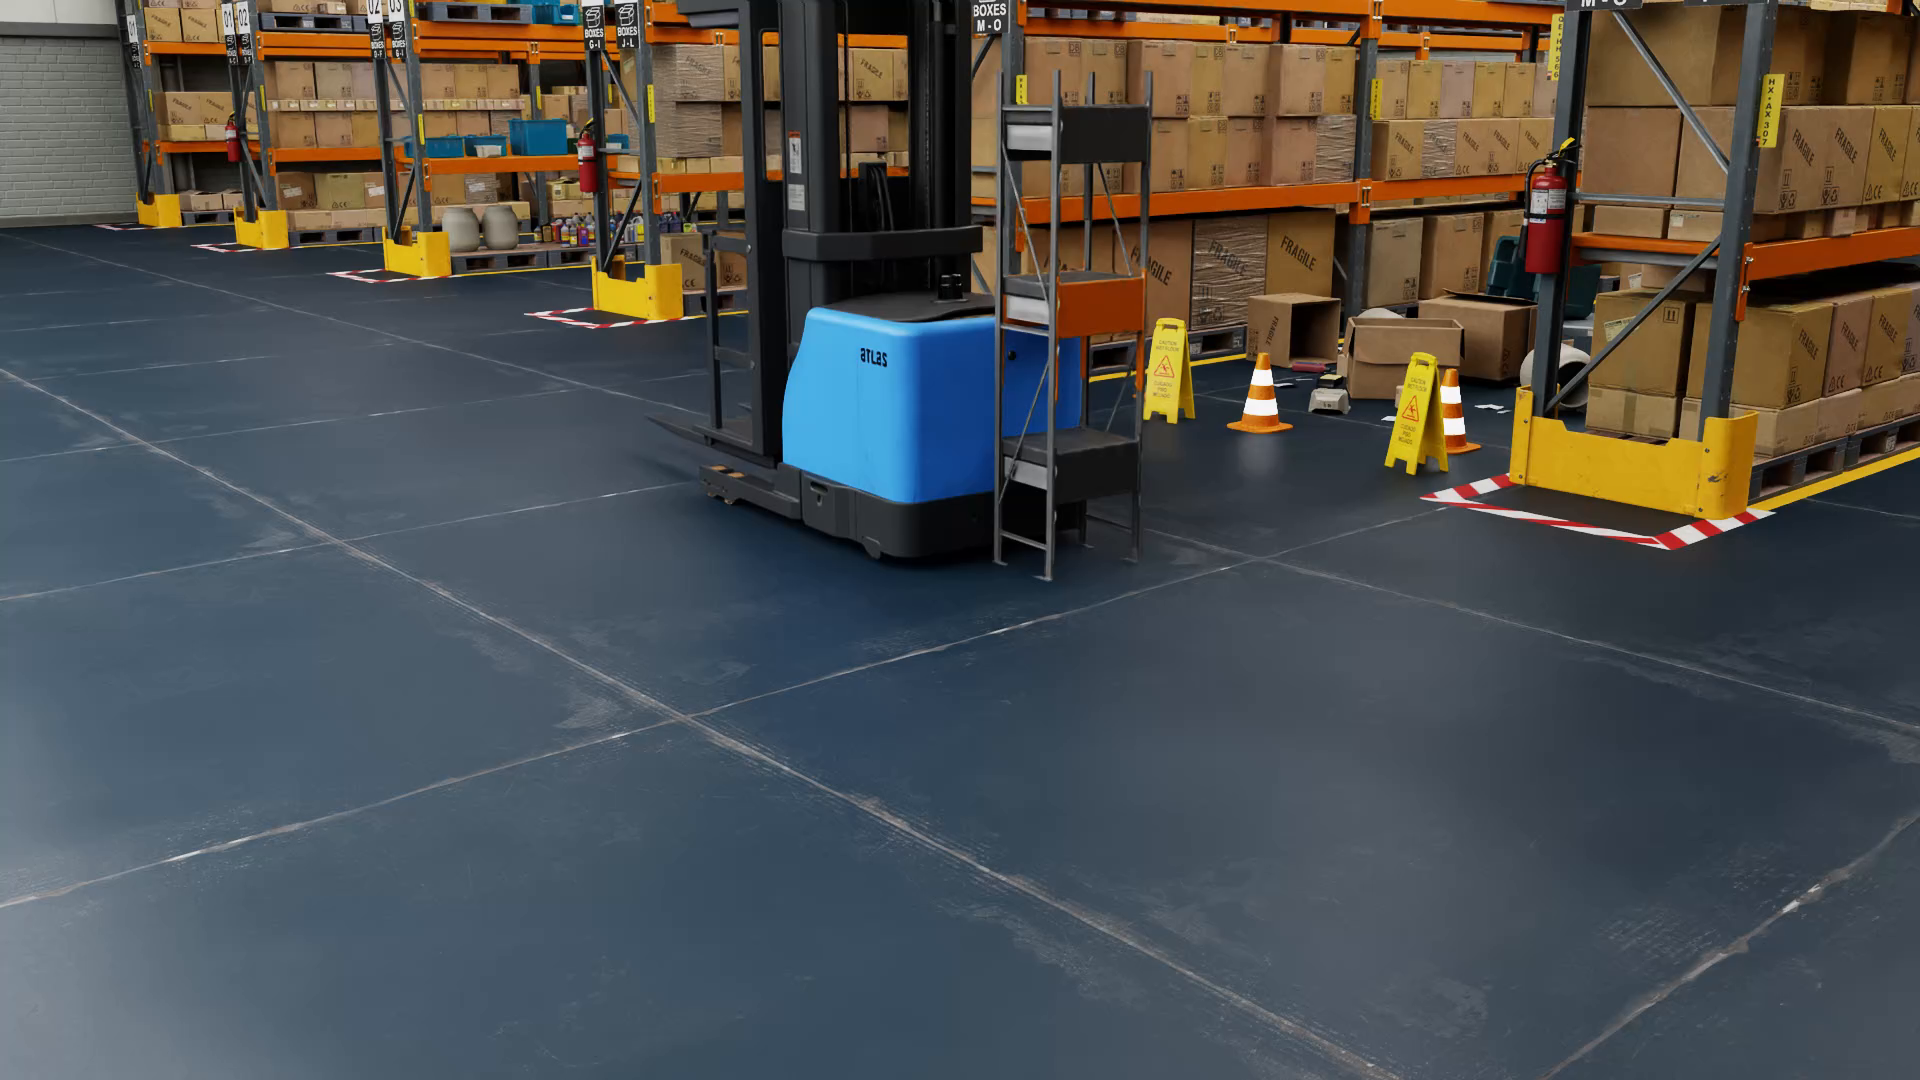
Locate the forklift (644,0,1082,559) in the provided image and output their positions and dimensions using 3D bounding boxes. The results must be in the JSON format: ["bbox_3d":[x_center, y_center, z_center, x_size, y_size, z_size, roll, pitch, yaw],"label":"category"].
[{"bbox_3d":[-0.685,-1.656,8.271,1.130,2.935,3.031,-10,18,-34],"label":"forklift"}]

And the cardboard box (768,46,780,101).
[{"bbox_3d":[-1.774,-4.482,16.008,0.500,0.500,0.500,-13,19,-39],"label":"cardboard box"}]

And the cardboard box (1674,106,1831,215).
[{"bbox_3d":[3.919,-1.887,8.233,0.500,0.500,0.500,-13,20,-40],"label":"cardboard box"}]

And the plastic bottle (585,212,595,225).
[{"bbox_3d":[-4.704,-4.013,21.241,0.185,0.351,0.144,-13,20,-40],"label":"plastic bottle"}]

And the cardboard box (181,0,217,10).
[{"bbox_3d":[-12.019,-8.574,26.056,0.500,0.500,0.500,-13,20,-40],"label":"cardboard box"}]

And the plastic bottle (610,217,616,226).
[{"bbox_3d":[-4.469,-4.014,21.401,0.097,0.271,0.097,0,15,0],"label":"plastic bottle"}]

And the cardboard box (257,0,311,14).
[{"bbox_3d":[-9.189,-7.394,22.519,0.637,0.503,0.797,-11,18,-36],"label":"cardboard box"}]

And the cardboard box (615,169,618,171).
[{"bbox_3d":[-6.204,-7.110,31.906,0.750,0.750,0.750,-13,20,-40],"label":"cardboard box"}]

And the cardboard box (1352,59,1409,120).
[{"bbox_3d":[3.442,-3.910,14.443,0.500,0.500,0.700,-13,20,-40],"label":"cardboard box"}]

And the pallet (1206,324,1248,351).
[{"bbox_3d":[2.447,-1.832,14.201,1.213,0.211,1.003,-13,19,-39],"label":"pallet"}]

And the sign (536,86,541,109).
[{"bbox_3d":[-6.243,-6.554,24.642,0.005,0.325,0.100,-13,19,-39],"label":"sign"}]

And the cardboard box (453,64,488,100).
[{"bbox_3d":[-7.319,-6.718,24.380,0.500,0.500,0.700,-13,20,-39],"label":"cardboard box"}]

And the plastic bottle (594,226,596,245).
[{"bbox_3d":[-4.470,-3.778,20.517,0.097,0.271,0.097,0,15,0],"label":"plastic bottle"}]

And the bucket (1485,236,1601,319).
[{"bbox_3d":[4.483,-1.974,12.726,0.620,0.611,0.726,5,12,-23],"label":"bucket"}]

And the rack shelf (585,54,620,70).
[{"bbox_3d":[-5.336,-9.287,32.286,4.000,0.370,1.077,-13,19,-39],"label":"rack shelf"}]

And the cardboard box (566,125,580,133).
[{"bbox_3d":[-6.065,-6.325,25.876,0.258,0.266,0.396,-13,20,-41],"label":"cardboard box"}]

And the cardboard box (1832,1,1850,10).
[{"bbox_3d":[10.001,-6.139,19.398,0.500,0.250,0.500,-13,20,-40],"label":"cardboard box"}]

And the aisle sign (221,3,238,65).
[{"bbox_3d":[-9.868,-6.829,22.468,0.004,0.787,0.394,-13,19,-39],"label":"aisle sign"}]

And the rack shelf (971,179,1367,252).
[{"bbox_3d":[1.563,-2.607,13.090,4.000,0.370,1.077,-13,19,-39],"label":"rack shelf"}]

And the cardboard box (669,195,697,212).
[{"bbox_3d":[-4.595,-5.448,26.847,0.500,0.250,0.500,-12,19,-38],"label":"cardboard box"}]

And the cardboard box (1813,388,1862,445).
[{"bbox_3d":[4.560,-0.711,9.115,0.500,0.250,0.500,-12,19,-37],"label":"cardboard box"}]

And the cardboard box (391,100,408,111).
[{"bbox_3d":[-8.028,-6.174,23.600,0.250,0.149,0.380,-12,19,-39],"label":"cardboard box"}]

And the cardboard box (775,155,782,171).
[{"bbox_3d":[-1.815,-3.692,16.245,0.250,0.149,0.380,-13,19,-39],"label":"cardboard box"}]

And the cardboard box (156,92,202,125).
[{"bbox_3d":[-12.323,-6.813,26.242,0.500,0.500,0.500,-13,19,-39],"label":"cardboard box"}]

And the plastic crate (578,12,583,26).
[{"bbox_3d":[-4.728,-6.373,20.393,0.450,0.188,0.336,-13,19,-39],"label":"plastic crate"}]

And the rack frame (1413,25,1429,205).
[{"bbox_3d":[5.927,-5.631,23.019,0.127,3.000,1.000,-13,19,-39],"label":"rack frame"}]

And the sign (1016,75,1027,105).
[{"bbox_3d":[0.414,-2.963,11.199,0.005,0.325,0.100,-13,19,-39],"label":"sign"}]

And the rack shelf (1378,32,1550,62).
[{"bbox_3d":[7.436,-7.072,23.993,4.000,0.370,1.077,-13,19,-39],"label":"rack shelf"}]

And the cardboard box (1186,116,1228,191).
[{"bbox_3d":[1.583,-3.025,12.973,0.500,0.550,0.875,-13,19,-39],"label":"cardboard box"}]

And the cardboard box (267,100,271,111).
[{"bbox_3d":[-9.462,-5.991,22.915,0.250,0.149,0.380,-13,20,-40],"label":"cardboard box"}]

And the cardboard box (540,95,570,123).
[{"bbox_3d":[-7.597,-7.926,30.563,0.700,0.500,0.500,14,20,42],"label":"cardboard box"}]

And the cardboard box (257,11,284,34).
[{"bbox_3d":[-11.256,-8.274,26.868,0.500,0.500,0.500,-11,19,-36],"label":"cardboard box"}]

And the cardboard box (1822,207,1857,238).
[{"bbox_3d":[4.428,-1.674,8.690,0.250,0.149,0.380,-12,19,-39],"label":"cardboard box"}]

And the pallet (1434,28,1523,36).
[{"bbox_3d":[7.471,-7.380,23.924,1.213,0.211,1.003,-13,19,-39],"label":"pallet"}]

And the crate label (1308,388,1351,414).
[{"bbox_3d":[2.425,-0.914,10.905,0.250,0.136,0.298,5,16,18],"label":"crate label"}]

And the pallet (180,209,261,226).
[{"bbox_3d":[-12.187,-5.288,27.136,1.213,0.211,1.003,-13,19,-39],"label":"pallet"}]

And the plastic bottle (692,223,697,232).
[{"bbox_3d":[-3.428,-3.979,21.402,0.097,0.201,0.097,0,15,0],"label":"plastic bottle"}]

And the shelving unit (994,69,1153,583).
[{"bbox_3d":[0.472,-0.911,7.092,0.503,2.100,0.431,-11,18,-34],"label":"shelving unit"}]

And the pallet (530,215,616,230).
[{"bbox_3d":[-6.078,-4.990,26.023,1.213,0.211,1.003,-13,19,-39],"label":"pallet"}]

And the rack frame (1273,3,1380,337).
[{"bbox_3d":[3.072,-3.293,14.266,0.127,3.000,1.000,-13,19,-39],"label":"rack frame"}]

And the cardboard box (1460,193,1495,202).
[{"bbox_3d":[7.156,-5.056,24.170,0.875,0.875,0.875,-13,19,-39],"label":"cardboard box"}]

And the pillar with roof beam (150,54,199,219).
[{"bbox_3d":[-10.094,-8.838,23.401,0.400,9.000,9.100,-13,19,-39],"label":"pillar with roof beam"}]

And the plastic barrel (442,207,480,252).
[{"bbox_3d":[-5.930,-3.690,19.758,0.421,0.512,0.421,0,15,0],"label":"plastic barrel"}]

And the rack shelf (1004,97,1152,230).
[{"bbox_3d":[0.472,-1.574,6.915,0.480,0.518,0.431,-11,18,-34],"label":"rack shelf"}]

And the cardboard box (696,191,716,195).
[{"bbox_3d":[-4.212,-5.802,27.087,0.500,0.311,0.500,-13,20,-40],"label":"cardboard box"}]

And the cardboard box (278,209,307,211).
[{"bbox_3d":[-9.415,-4.550,23.487,0.500,0.250,0.500,-13,19,-39],"label":"cardboard box"}]

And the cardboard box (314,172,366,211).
[{"bbox_3d":[-8.699,-4.897,23.331,0.500,0.500,0.500,-13,19,-39],"label":"cardboard box"}]

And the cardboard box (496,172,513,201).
[{"bbox_3d":[-7.163,-5.424,25.305,0.500,0.500,0.500,-13,19,-39],"label":"cardboard box"}]

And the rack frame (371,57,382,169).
[{"bbox_3d":[-9.863,-7.169,28.776,0.127,3.000,1.000,-13,19,-39],"label":"rack frame"}]

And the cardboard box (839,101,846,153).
[{"bbox_3d":[-1.604,-4.145,16.685,0.500,0.500,0.875,-13,19,-39],"label":"cardboard box"}]

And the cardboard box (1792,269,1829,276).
[{"bbox_3d":[5.054,-1.706,10.130,0.250,0.149,0.380,-11,19,-36],"label":"cardboard box"}]

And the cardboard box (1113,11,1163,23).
[{"bbox_3d":[1.966,-6.031,18.993,0.500,0.250,0.500,-12,19,-38],"label":"cardboard box"}]

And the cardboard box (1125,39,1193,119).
[{"bbox_3d":[1.226,-3.445,12.450,0.550,0.550,0.875,-13,19,-39],"label":"cardboard box"}]

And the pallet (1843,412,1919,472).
[{"bbox_3d":[4.993,-0.671,9.853,1.213,0.211,1.003,-13,19,-39],"label":"pallet"}]

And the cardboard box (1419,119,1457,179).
[{"bbox_3d":[4.025,-3.464,14.711,0.500,0.500,0.500,-12,19,-39],"label":"cardboard box"}]

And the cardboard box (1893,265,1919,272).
[{"bbox_3d":[6.127,-1.431,10.356,0.500,0.500,0.500,-13,20,-40],"label":"cardboard box"}]

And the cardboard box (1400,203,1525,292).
[{"bbox_3d":[4.914,-2.852,16.161,0.750,0.750,1.050,-12,19,-39],"label":"cardboard box"}]

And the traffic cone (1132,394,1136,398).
[{"bbox_3d":[1.387,-1.203,11.358,0.334,0.463,0.336,-13,19,-39],"label":"traffic cone"}]
